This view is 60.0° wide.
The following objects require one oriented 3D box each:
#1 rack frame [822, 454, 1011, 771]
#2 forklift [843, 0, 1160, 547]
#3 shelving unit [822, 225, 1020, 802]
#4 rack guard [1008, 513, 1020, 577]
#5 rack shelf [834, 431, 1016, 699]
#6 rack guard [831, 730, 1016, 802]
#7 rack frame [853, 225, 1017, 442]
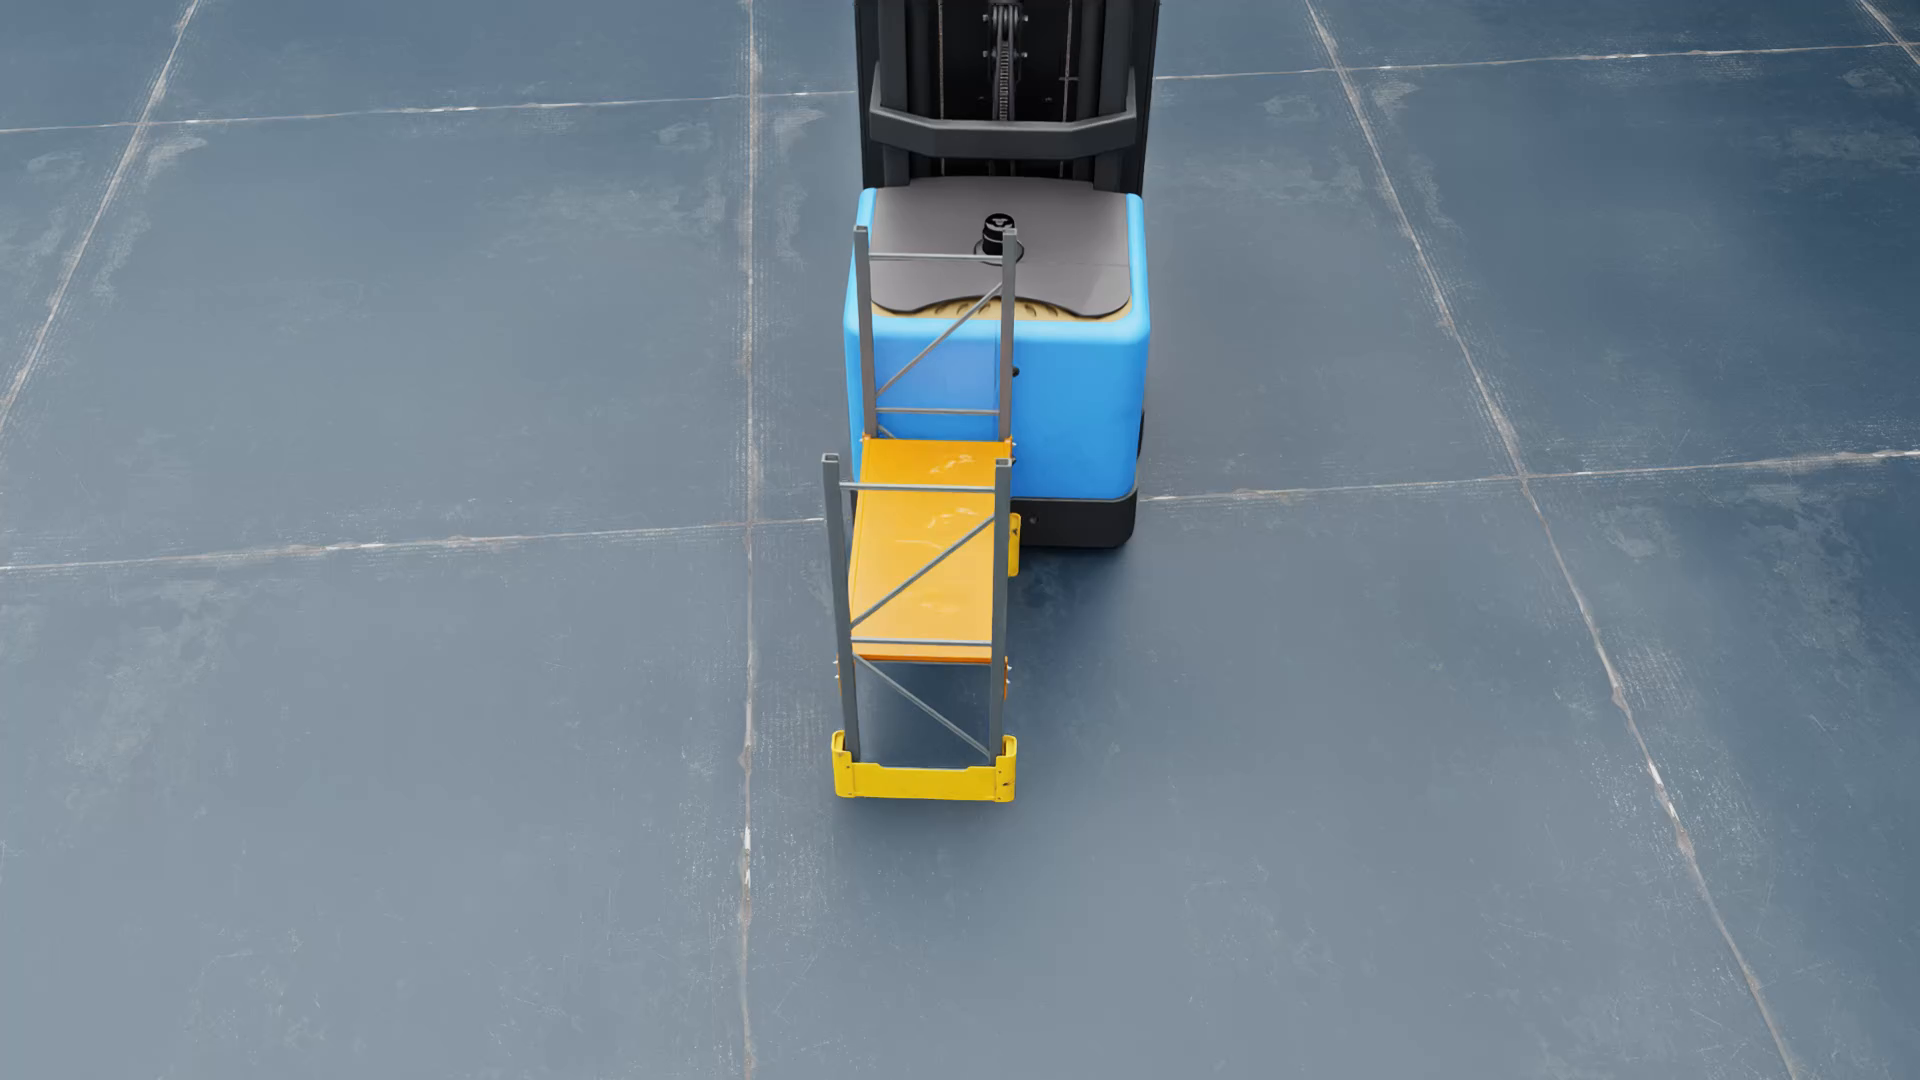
[{"bbox_3d":[-0.115,0.305,4.928,0.500,1.500,0.032,2,47,1],"label":"rack frame"},{"bbox_3d":[0.175,-2.041,6.164,1.130,2.935,3.031,2,47,1],"label":"forklift"},{"bbox_3d":[-0.096,-0.057,5.271,0.587,1.500,1.083,2,47,1],"label":"shelving unit"},{"bbox_3d":[-0.077,0.011,6.067,0.587,0.250,0.087,2,47,1],"label":"rack guard"},{"bbox_3d":[-0.095,0.060,5.408,0.538,0.185,1.000,2,47,1],"label":"rack shelf"},{"bbox_3d":[-0.114,0.734,5.383,0.587,0.250,0.087,2,47,1],"label":"rack guard"},{"bbox_3d":[-0.076,-0.433,5.627,0.500,1.500,0.032,2,47,1],"label":"rack frame"}]
